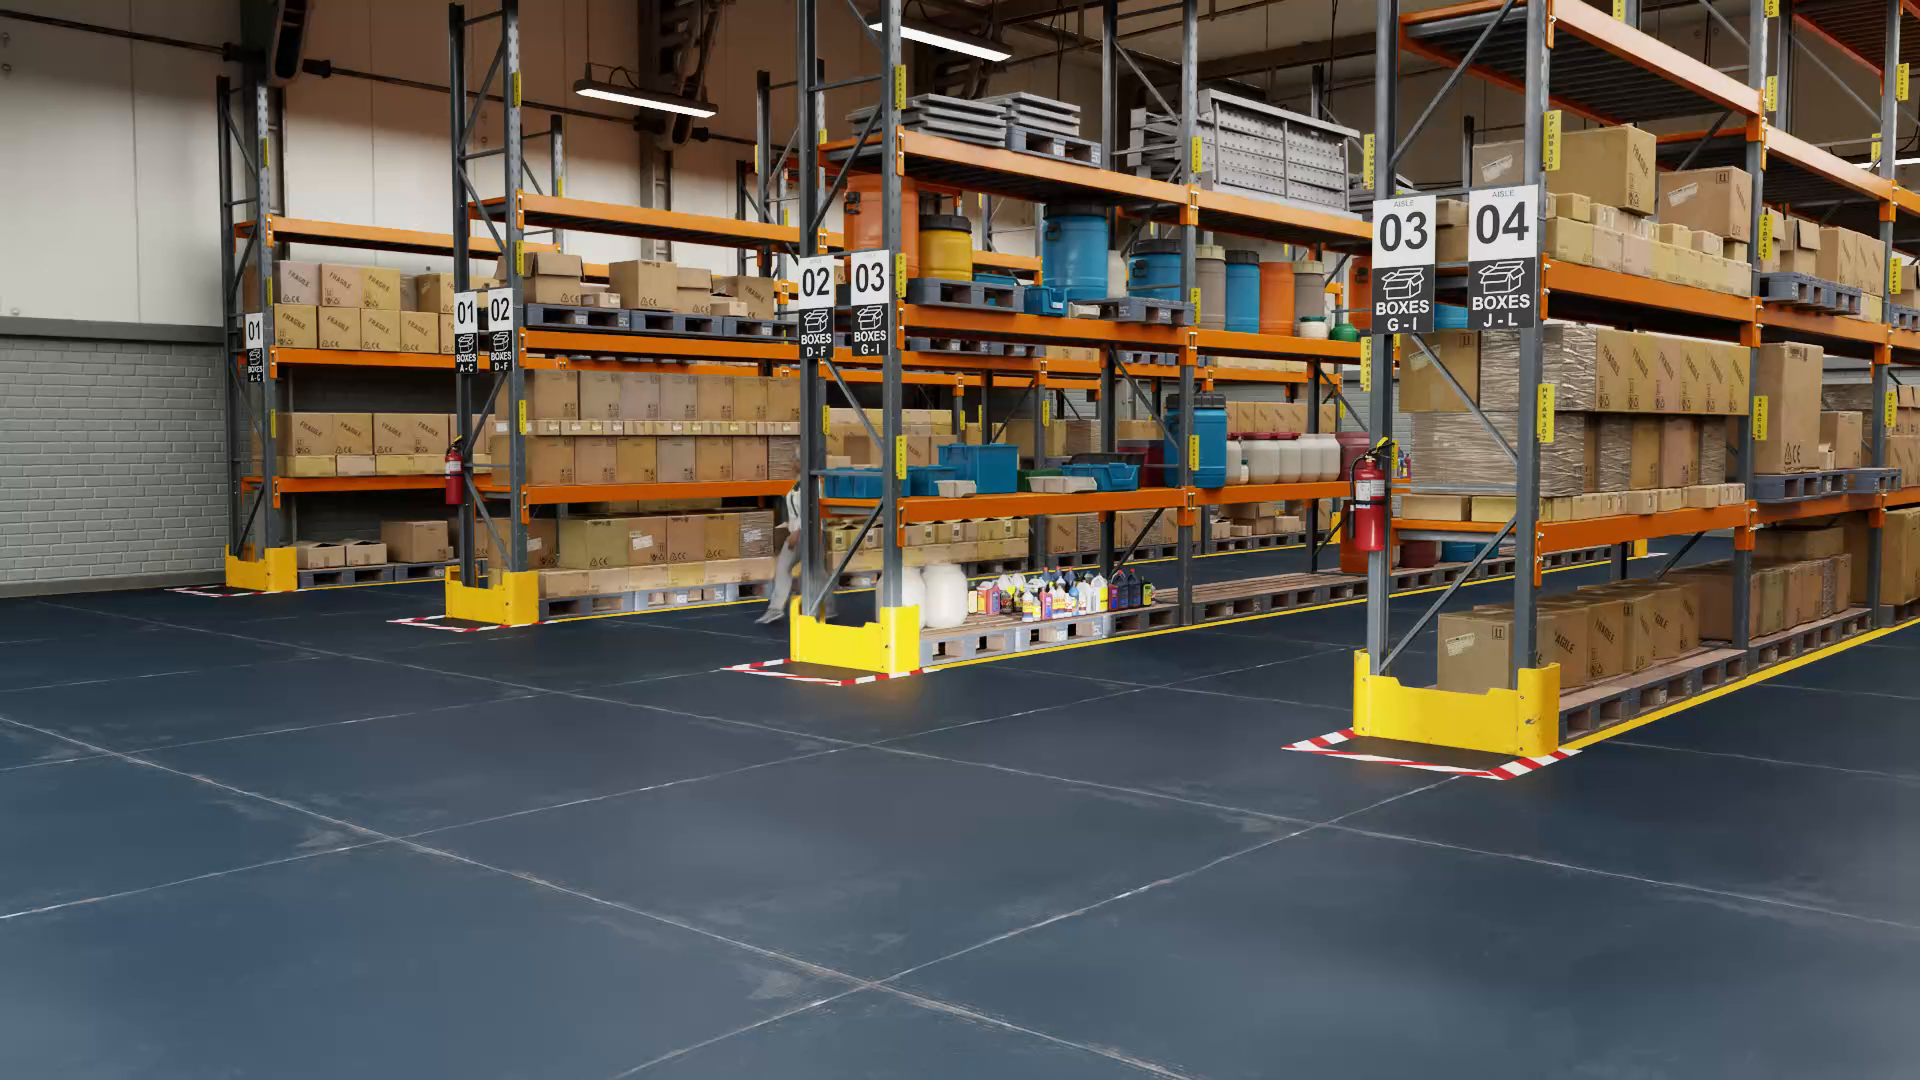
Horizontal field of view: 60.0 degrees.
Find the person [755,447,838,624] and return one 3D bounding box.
[{"bbox_3d":[-1.550,-0.034,15.897,0.778,1.714,0.486,-2,4,-24],"label":"person"}]
